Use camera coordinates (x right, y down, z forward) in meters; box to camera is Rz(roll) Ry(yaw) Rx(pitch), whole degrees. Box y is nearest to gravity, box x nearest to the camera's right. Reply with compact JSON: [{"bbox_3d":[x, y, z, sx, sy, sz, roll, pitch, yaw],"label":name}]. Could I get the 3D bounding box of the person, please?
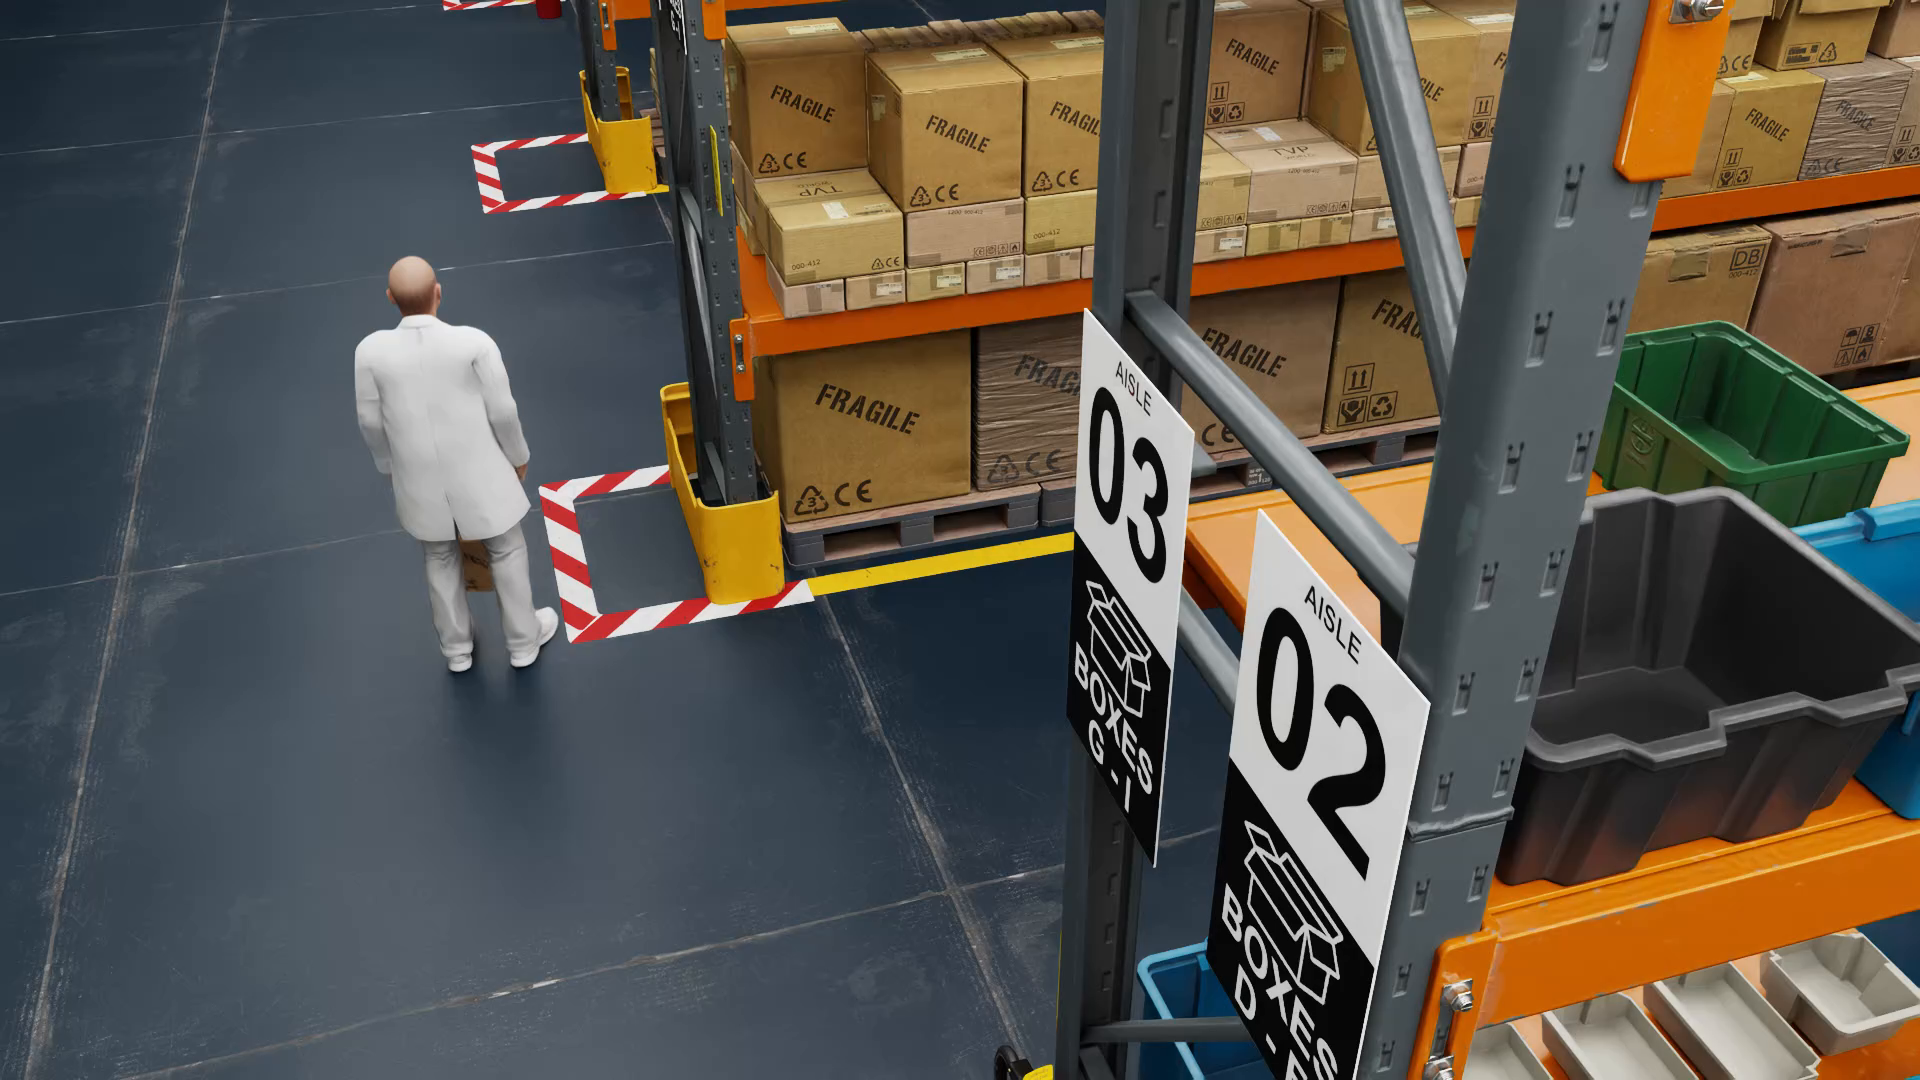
[{"bbox_3d":[-2.004,-0.275,6.570,0.601,1.776,0.425,-3,34,-5],"label":"person"}]
